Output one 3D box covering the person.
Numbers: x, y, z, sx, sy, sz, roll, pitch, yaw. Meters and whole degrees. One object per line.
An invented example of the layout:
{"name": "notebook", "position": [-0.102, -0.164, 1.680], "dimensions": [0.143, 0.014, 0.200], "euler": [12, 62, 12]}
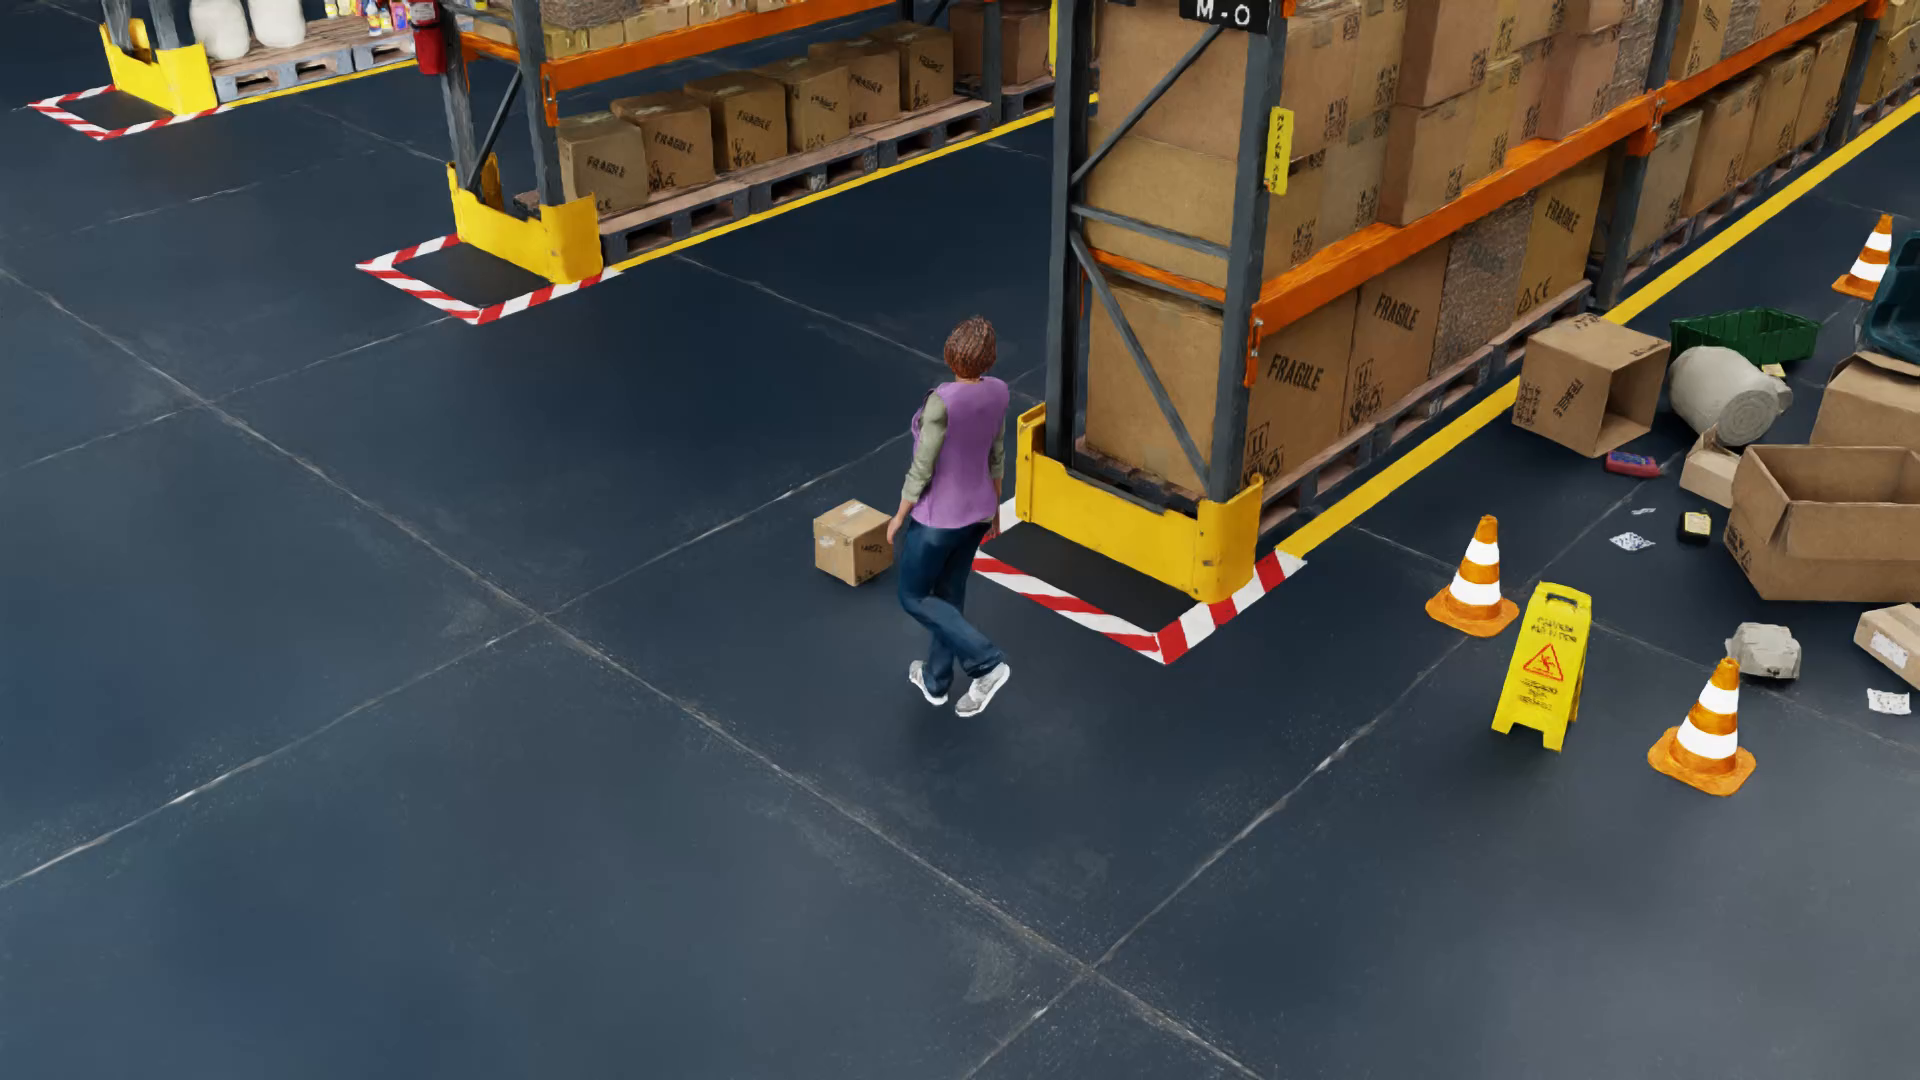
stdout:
{"name": "person", "position": [0.033, -0.063, 6.264], "dimensions": [0.517, 1.559, 0.470], "euler": [25, 39, 34]}
